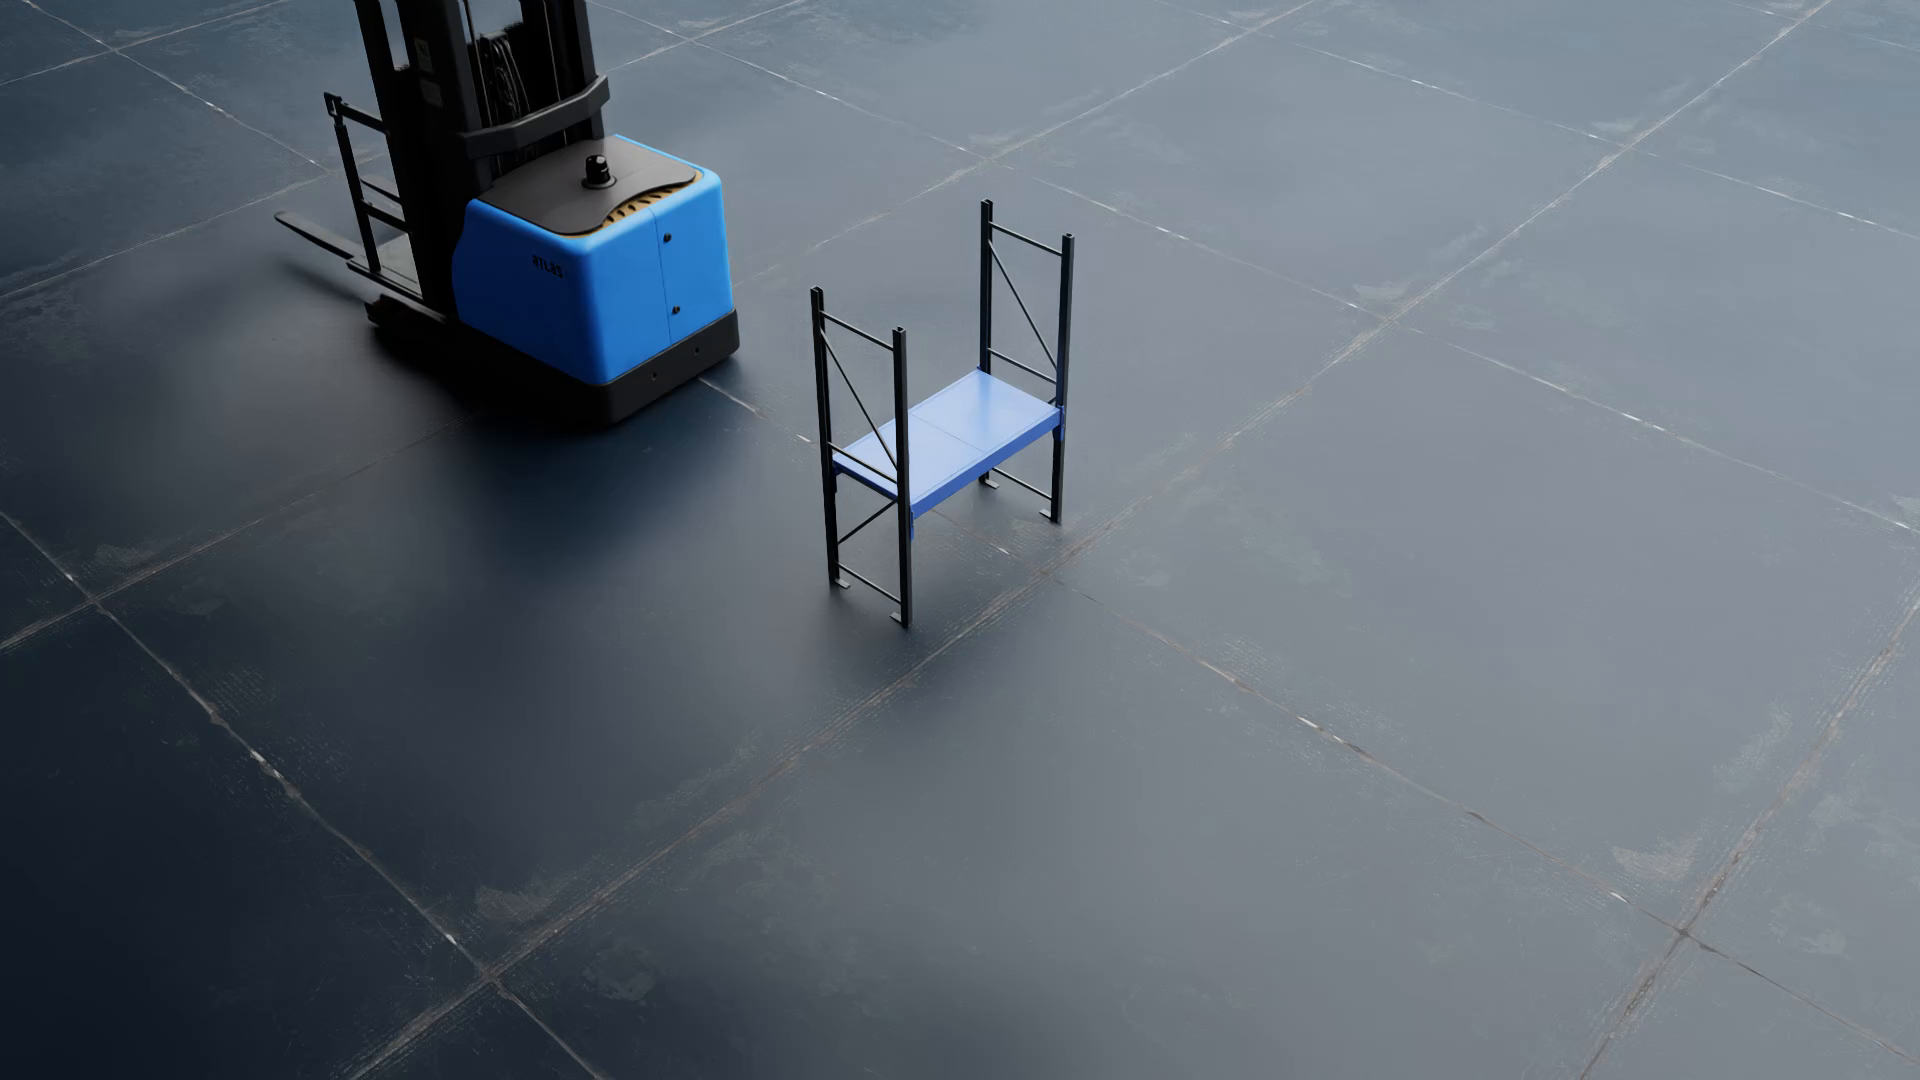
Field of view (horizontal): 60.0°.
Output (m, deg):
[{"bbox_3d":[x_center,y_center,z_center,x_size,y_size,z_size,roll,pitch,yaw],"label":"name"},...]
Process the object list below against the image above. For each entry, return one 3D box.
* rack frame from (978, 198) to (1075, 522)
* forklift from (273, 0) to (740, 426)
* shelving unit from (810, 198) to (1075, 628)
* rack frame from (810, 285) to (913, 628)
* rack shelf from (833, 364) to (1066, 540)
[{"bbox_3d":[0.285,-0.781,7.528,0.500,1.500,0.032,30,47,32],"label":"rack frame"},{"bbox_3d":[-2.656,-2.474,8.506,3.031,2.935,1.130,26,45,29],"label":"forklift"},{"bbox_3d":[-0.058,-0.548,7.234,0.538,1.500,1.048,30,47,32],"label":"shelving unit"},{"bbox_3d":[-0.400,-0.314,6.940,0.500,1.500,0.032,30,47,32],"label":"rack frame"},{"bbox_3d":[-0.058,-0.407,7.346,0.538,0.185,1.000,30,47,32],"label":"rack shelf"}]
